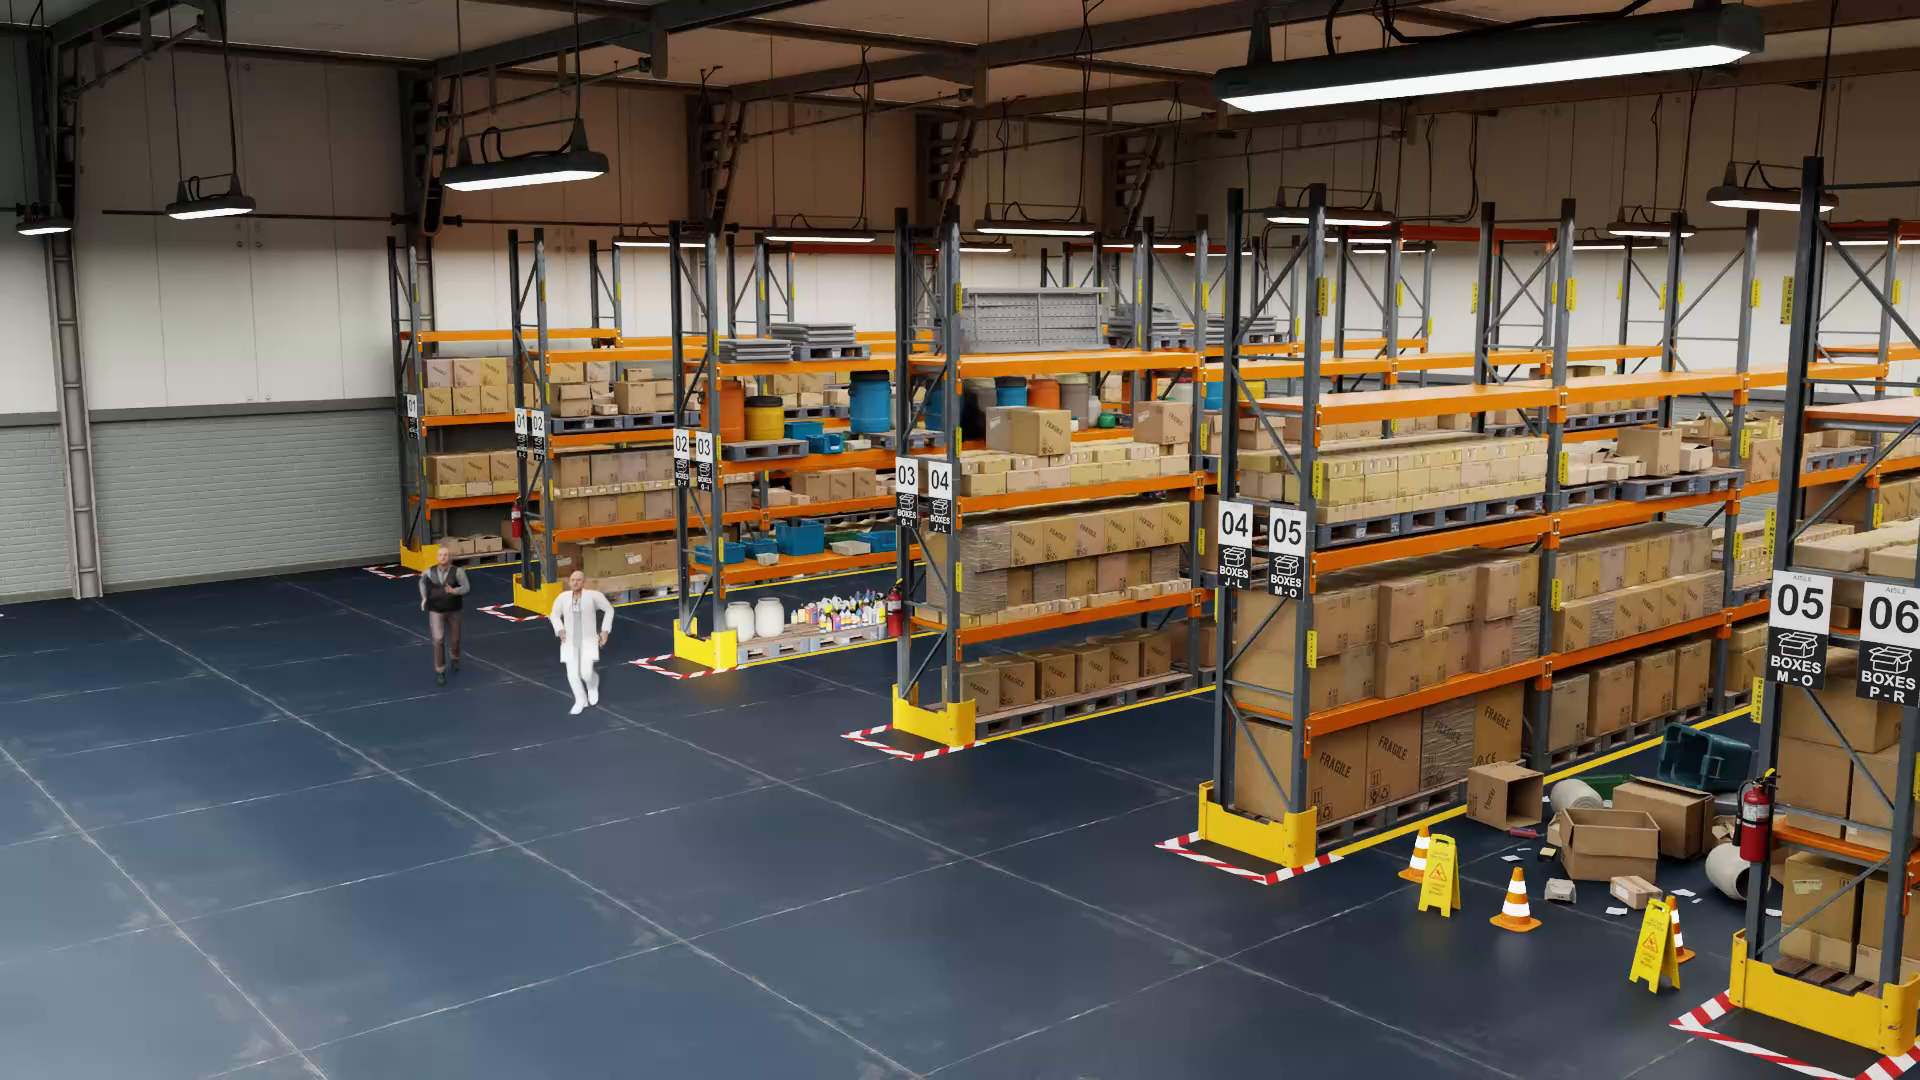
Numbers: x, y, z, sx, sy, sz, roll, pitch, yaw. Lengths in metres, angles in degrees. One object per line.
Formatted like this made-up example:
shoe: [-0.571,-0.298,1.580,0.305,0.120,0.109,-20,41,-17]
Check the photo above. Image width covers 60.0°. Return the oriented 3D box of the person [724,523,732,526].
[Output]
person: [-4.415,-0.445,30.768,0.643,1.844,0.876,7,11,39]

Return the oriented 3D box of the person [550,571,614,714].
person: [-4.585,1.231,20.137,0.748,1.738,0.649,0,9,-2]

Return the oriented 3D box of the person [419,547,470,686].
person: [-6.739,0.958,21.788,0.645,1.738,0.917,-2,9,-16]
